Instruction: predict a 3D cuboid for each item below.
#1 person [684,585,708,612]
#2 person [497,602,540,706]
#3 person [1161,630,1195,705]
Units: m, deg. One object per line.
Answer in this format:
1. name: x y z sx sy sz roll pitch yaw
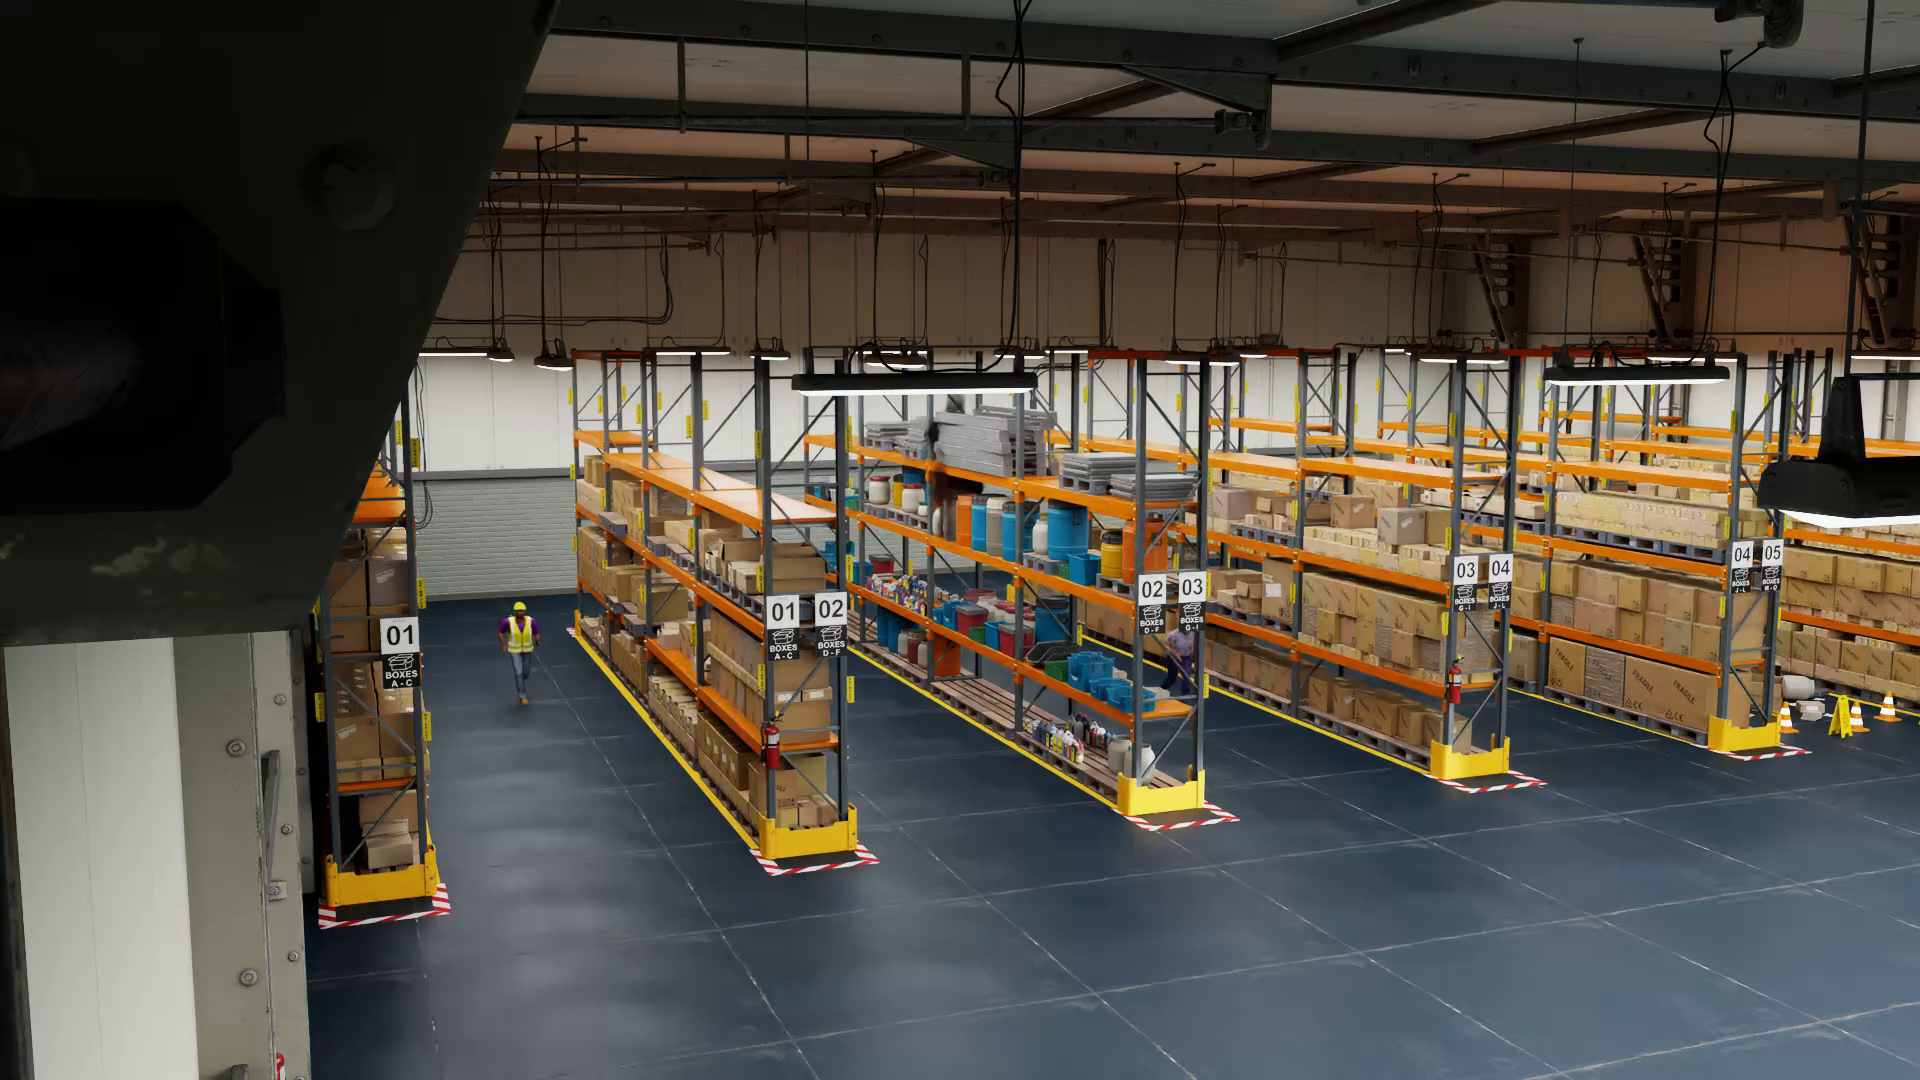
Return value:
1. person: -5.394 1.243 34.086 0.674 1.736 0.653 -3 8 -19
2. person: -7.592 1.917 28.644 0.679 1.752 0.911 -4 8 -28
3. person: 3.687 2.069 28.220 0.640 1.613 0.973 -3 8 -20
